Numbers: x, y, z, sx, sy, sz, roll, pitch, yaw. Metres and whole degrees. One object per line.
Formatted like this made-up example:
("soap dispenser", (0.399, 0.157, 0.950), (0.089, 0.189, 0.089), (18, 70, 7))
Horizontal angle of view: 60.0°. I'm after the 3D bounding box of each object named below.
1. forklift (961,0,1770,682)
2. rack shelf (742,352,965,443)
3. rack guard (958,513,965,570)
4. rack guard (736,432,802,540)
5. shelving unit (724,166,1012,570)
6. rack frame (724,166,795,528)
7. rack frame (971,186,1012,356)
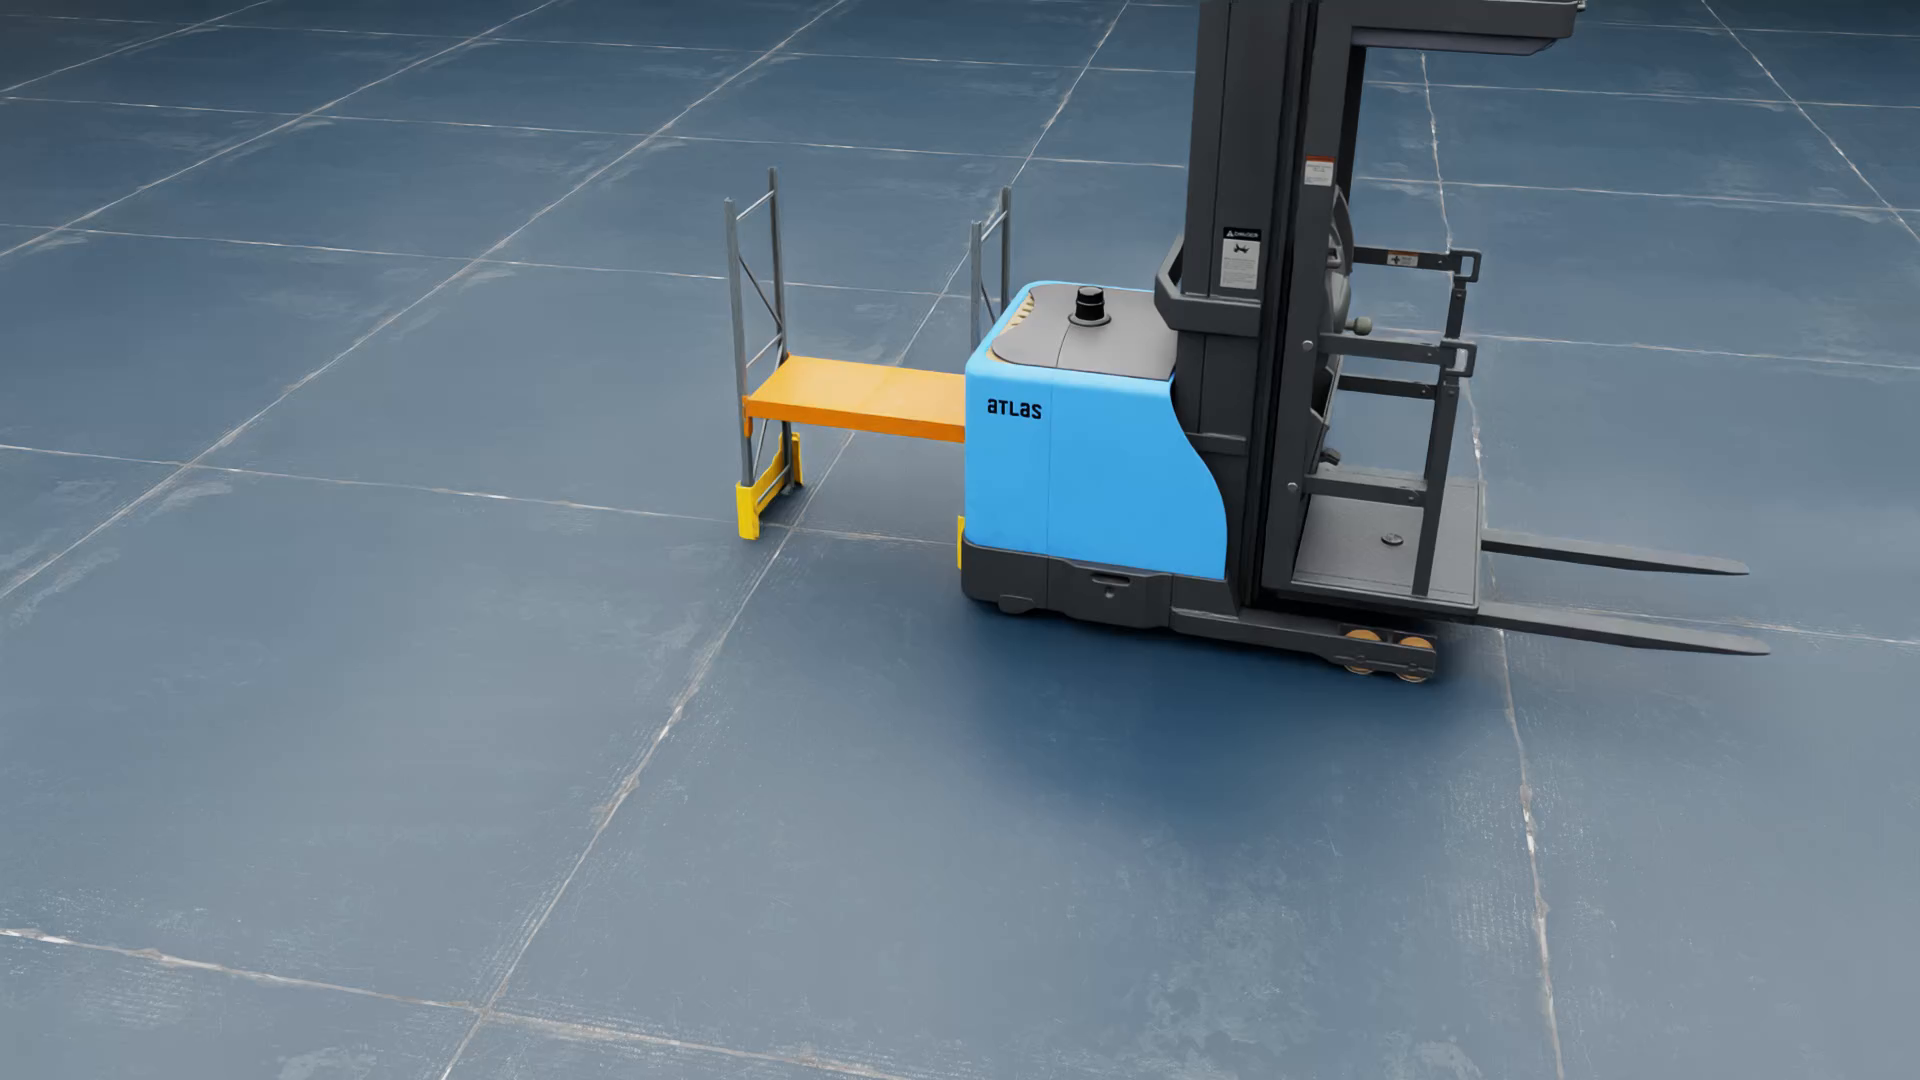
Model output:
("forklift", (1.580, -1.035, 6.088), (3.031, 2.935, 1.130), (8, 30, 14))
("rack shelf", (-0.363, -0.573, 7.109), (1.000, 0.185, 0.538), (8, 30, 14))
("rack guard", (0.107, -0.116, 7.202), (0.087, 0.250, 0.587), (8, 30, 14))
("rack guard", (-0.849, -0.250, 7.447), (0.087, 0.250, 0.587), (8, 30, 14))
("shelving unit", (-0.371, -0.732, 7.024), (1.083, 1.500, 0.587), (8, 30, 14))
("rack frame", (-0.851, -0.799, 7.147), (0.032, 1.500, 0.500), (8, 30, 14))
("rack frame", (0.126, -0.662, 6.898), (0.032, 1.500, 0.500), (8, 30, 14))
